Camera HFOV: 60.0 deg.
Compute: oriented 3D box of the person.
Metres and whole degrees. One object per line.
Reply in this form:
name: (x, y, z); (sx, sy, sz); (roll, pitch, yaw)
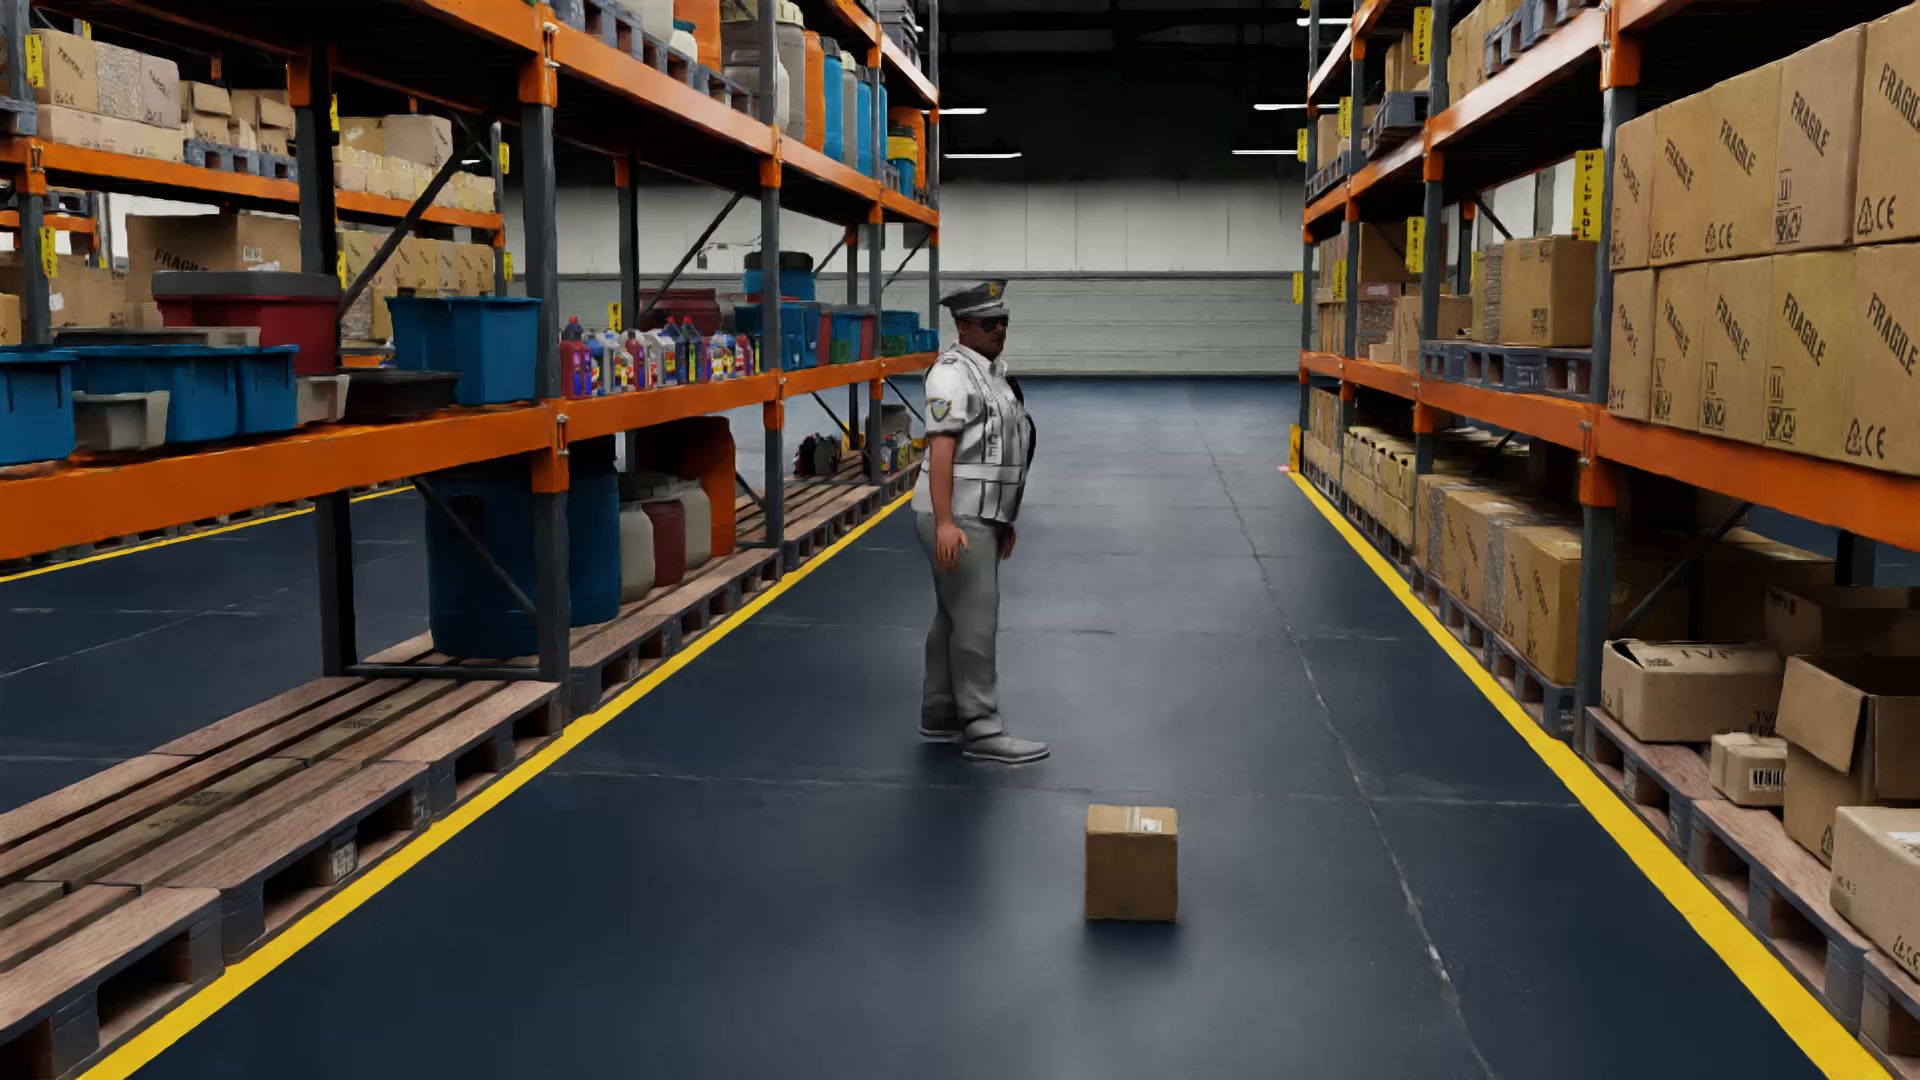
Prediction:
person: (0.085, -0.075, 6.133); (0.583, 1.752, 0.672); (2, 8, 16)
